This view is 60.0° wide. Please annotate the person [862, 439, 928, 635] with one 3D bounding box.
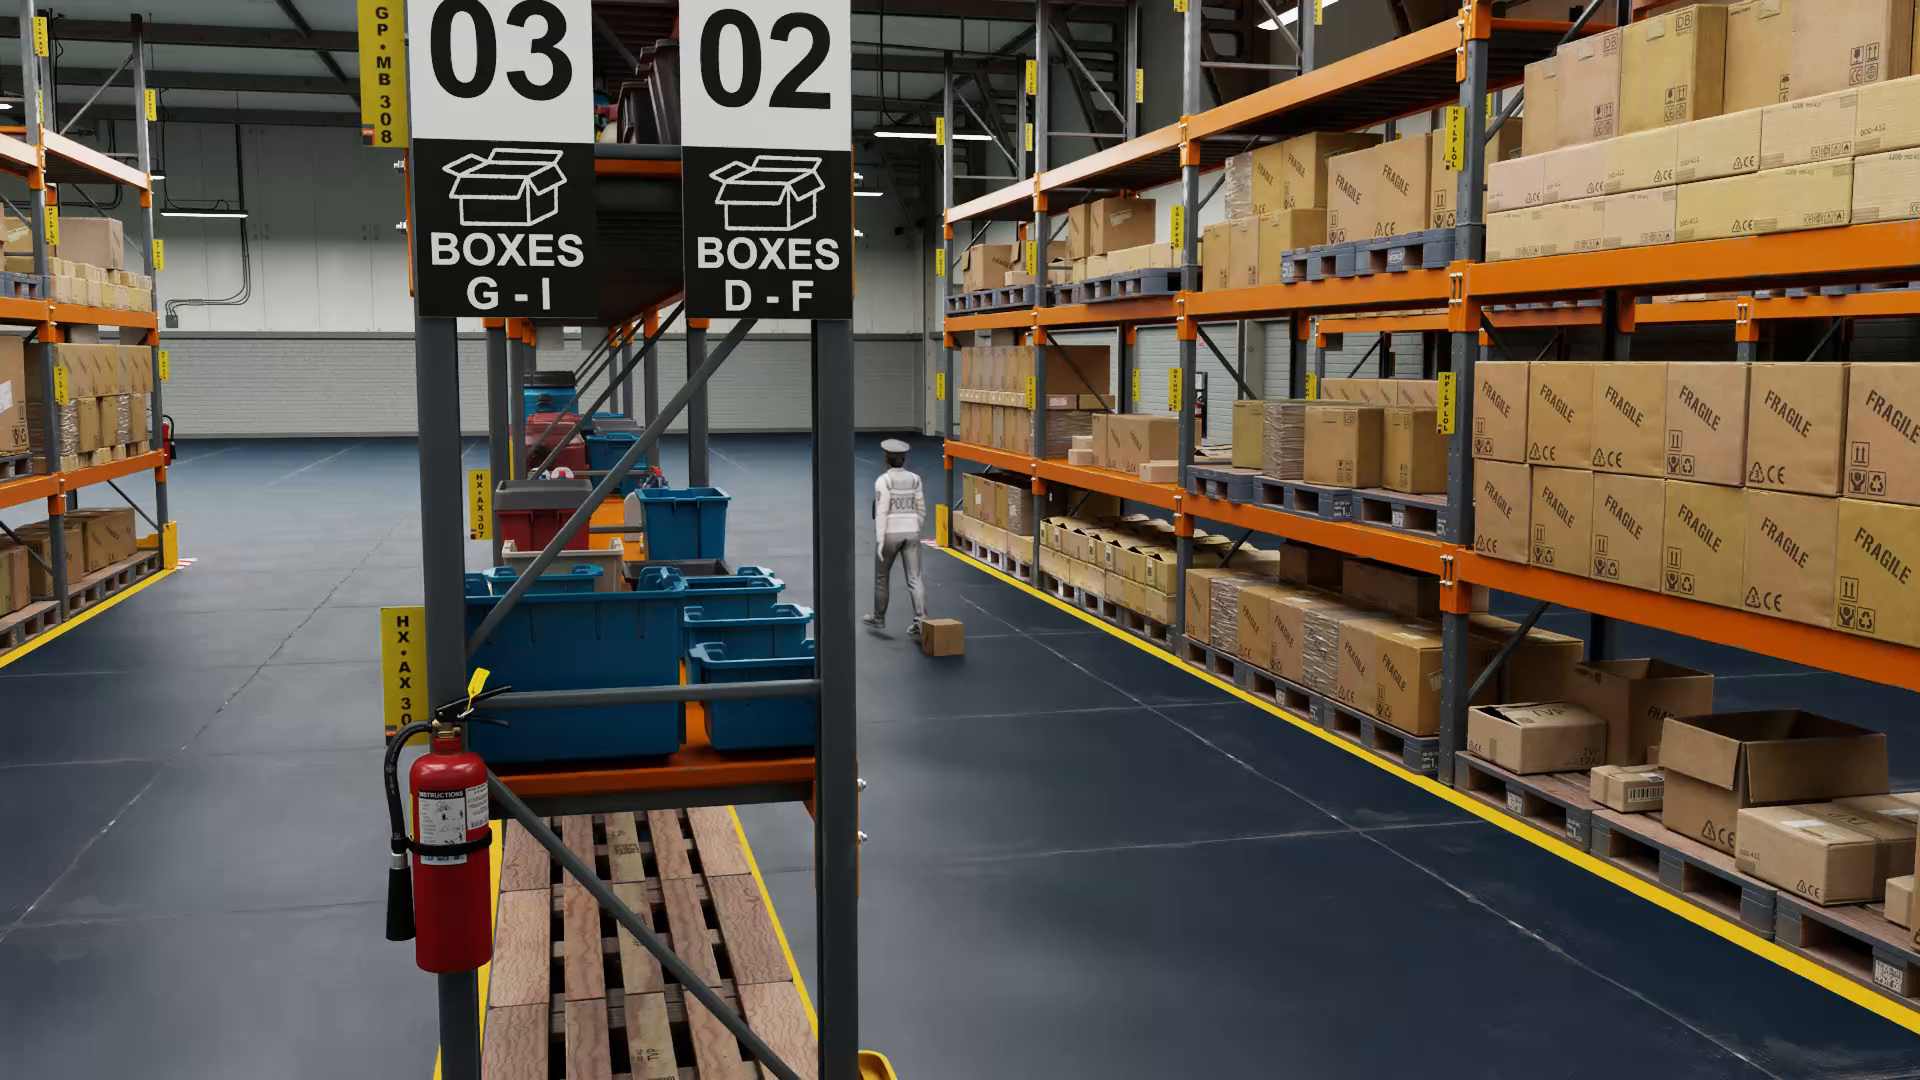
[{"bbox_3d":[-0.509,-0.032,13.919,0.514,1.620,1.029,-3,7,-24],"label":"person"}]
